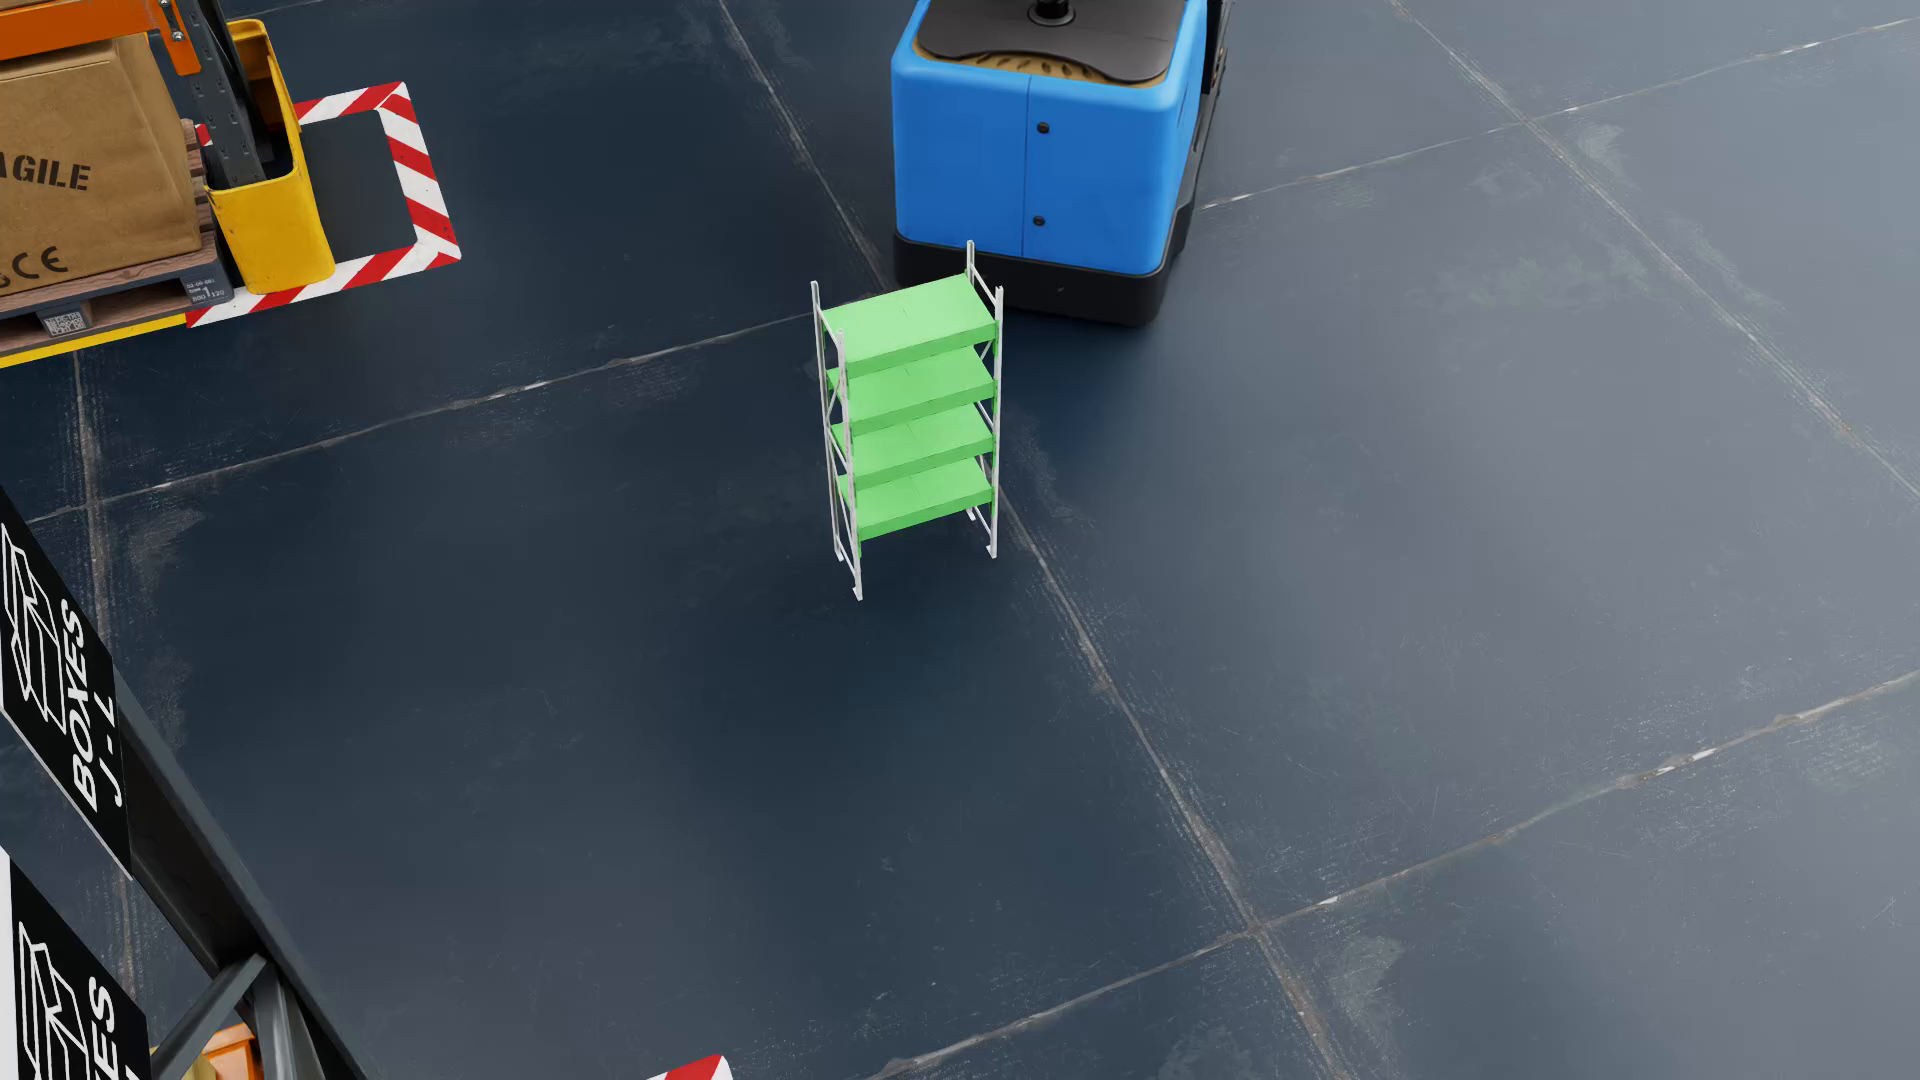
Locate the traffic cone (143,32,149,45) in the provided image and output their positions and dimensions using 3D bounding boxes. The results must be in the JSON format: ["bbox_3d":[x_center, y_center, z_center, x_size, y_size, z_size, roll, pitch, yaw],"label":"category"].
[{"bbox_3d":[-3.921,-2.401,7.507,0.334,0.463,0.336,-17,52,-14],"label":"traffic cone"}]

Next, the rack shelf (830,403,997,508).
[{"bbox_3d":[-0.153,-0.302,5.303,0.480,0.148,0.258,-17,52,-14],"label":"rack shelf"}]

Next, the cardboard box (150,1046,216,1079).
[{"bbox_3d":[-1.464,1.126,2.972,0.250,0.149,0.380,-17,52,-14],"label":"cardboard box"}]

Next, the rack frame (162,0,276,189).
[{"bbox_3d":[-2.892,-2.383,5.819,0.127,3.000,1.000,-17,52,-14],"label":"rack frame"}]

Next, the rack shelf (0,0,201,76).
[{"bbox_3d":[-4.744,-1.575,5.599,4.000,0.370,1.077,-17,52,-14],"label":"rack shelf"}]

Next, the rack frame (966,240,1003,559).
[{"bbox_3d":[0.073,-0.413,5.314,0.015,1.200,0.240,-17,52,-14],"label":"rack frame"}]

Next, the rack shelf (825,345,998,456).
[{"bbox_3d":[-0.153,-0.458,5.120,0.480,0.148,0.258,-17,52,-14],"label":"rack shelf"}]

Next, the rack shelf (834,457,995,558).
[{"bbox_3d":[-0.153,-0.145,5.485,0.480,0.148,0.258,-17,52,-14],"label":"rack shelf"}]

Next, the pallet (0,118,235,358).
[{"bbox_3d":[-3.603,-1.190,6.633,1.213,0.211,1.003,-17,52,-14],"label":"pallet"}]

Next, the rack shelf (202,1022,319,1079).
[{"bbox_3d":[-2.962,1.938,2.583,4.000,0.370,1.077,-17,52,-14],"label":"rack shelf"}]

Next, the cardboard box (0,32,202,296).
[{"bbox_3d":[-3.495,-1.587,6.259,0.875,0.875,0.875,-17,51,-14],"label":"cardboard box"}]

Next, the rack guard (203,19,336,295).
[{"bbox_3d":[-2.870,-1.575,6.773,0.348,0.500,1.175,-17,52,-14],"label":"rack guard"}]

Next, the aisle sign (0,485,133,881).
[{"bbox_3d":[-1.166,0.054,2.013,0.004,0.787,0.394,-17,52,-14],"label":"aisle sign"}]

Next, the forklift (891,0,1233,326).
[{"bbox_3d":[0.584,-2.920,6.326,1.130,2.935,3.031,10,50,9],"label":"forklift"}]

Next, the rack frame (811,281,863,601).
[{"bbox_3d":[-0.379,-0.273,5.194,0.015,1.200,0.240,-17,52,-14],"label":"rack frame"}]

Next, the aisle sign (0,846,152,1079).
[{"bbox_3d":[-0.940,0.476,1.651,0.004,0.787,0.394,-17,52,-14],"label":"aisle sign"}]

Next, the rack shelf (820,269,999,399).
[{"bbox_3d":[-0.153,-0.615,4.938,0.480,0.148,0.258,-17,52,-14],"label":"rack shelf"}]

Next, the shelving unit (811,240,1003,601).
[{"bbox_3d":[-0.153,-0.343,5.254,0.503,1.200,0.258,-17,52,-14],"label":"shelving unit"}]
